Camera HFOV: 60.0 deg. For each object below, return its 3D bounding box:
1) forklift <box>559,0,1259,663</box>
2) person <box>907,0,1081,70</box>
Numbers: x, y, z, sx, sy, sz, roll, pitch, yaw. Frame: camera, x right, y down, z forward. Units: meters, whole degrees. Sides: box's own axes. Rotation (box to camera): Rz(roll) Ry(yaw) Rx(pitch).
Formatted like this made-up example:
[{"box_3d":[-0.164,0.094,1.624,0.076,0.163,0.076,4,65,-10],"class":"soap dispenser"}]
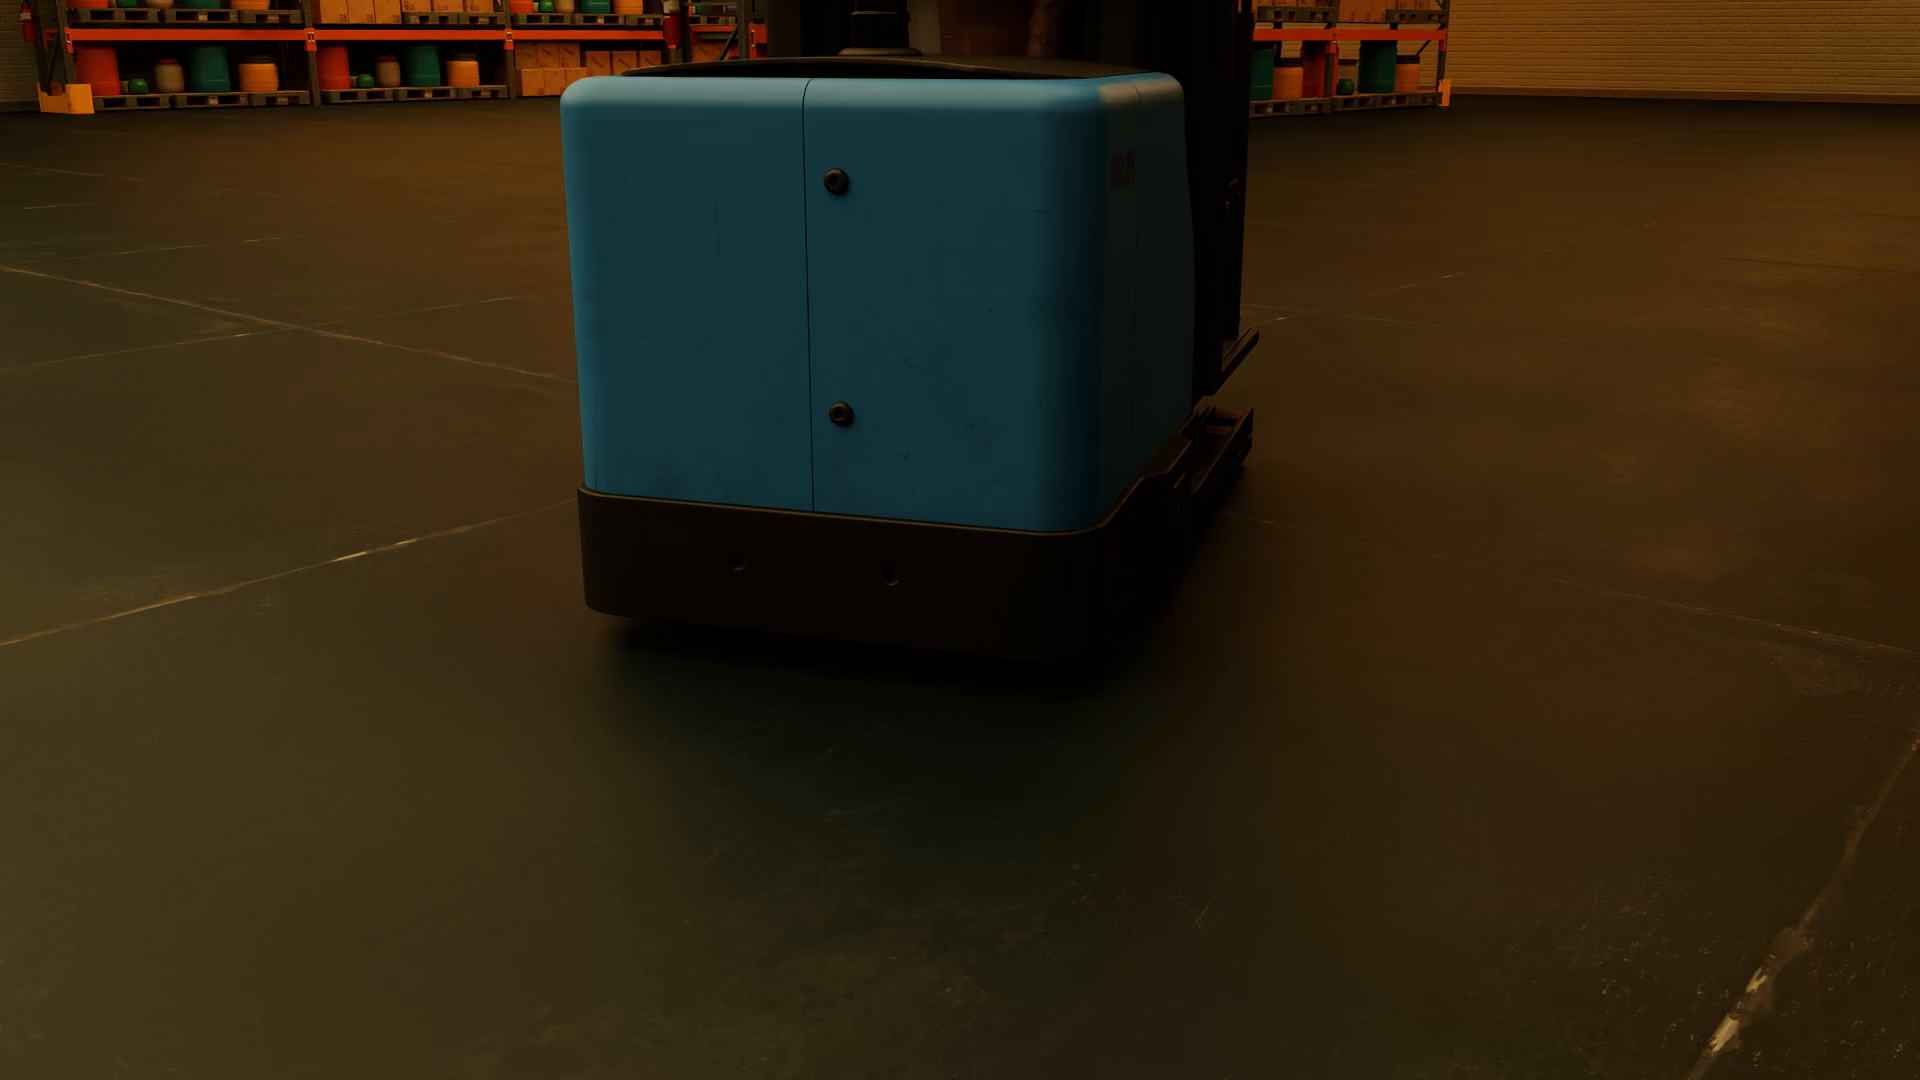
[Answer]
[{"box_3d":[0.182,-1.571,4.072,1.130,2.935,3.031,5,18,17],"class":"forklift"},{"box_3d":[0.004,-1.046,3.644,0.548,1.709,0.333,13,21,37],"class":"person"}]
